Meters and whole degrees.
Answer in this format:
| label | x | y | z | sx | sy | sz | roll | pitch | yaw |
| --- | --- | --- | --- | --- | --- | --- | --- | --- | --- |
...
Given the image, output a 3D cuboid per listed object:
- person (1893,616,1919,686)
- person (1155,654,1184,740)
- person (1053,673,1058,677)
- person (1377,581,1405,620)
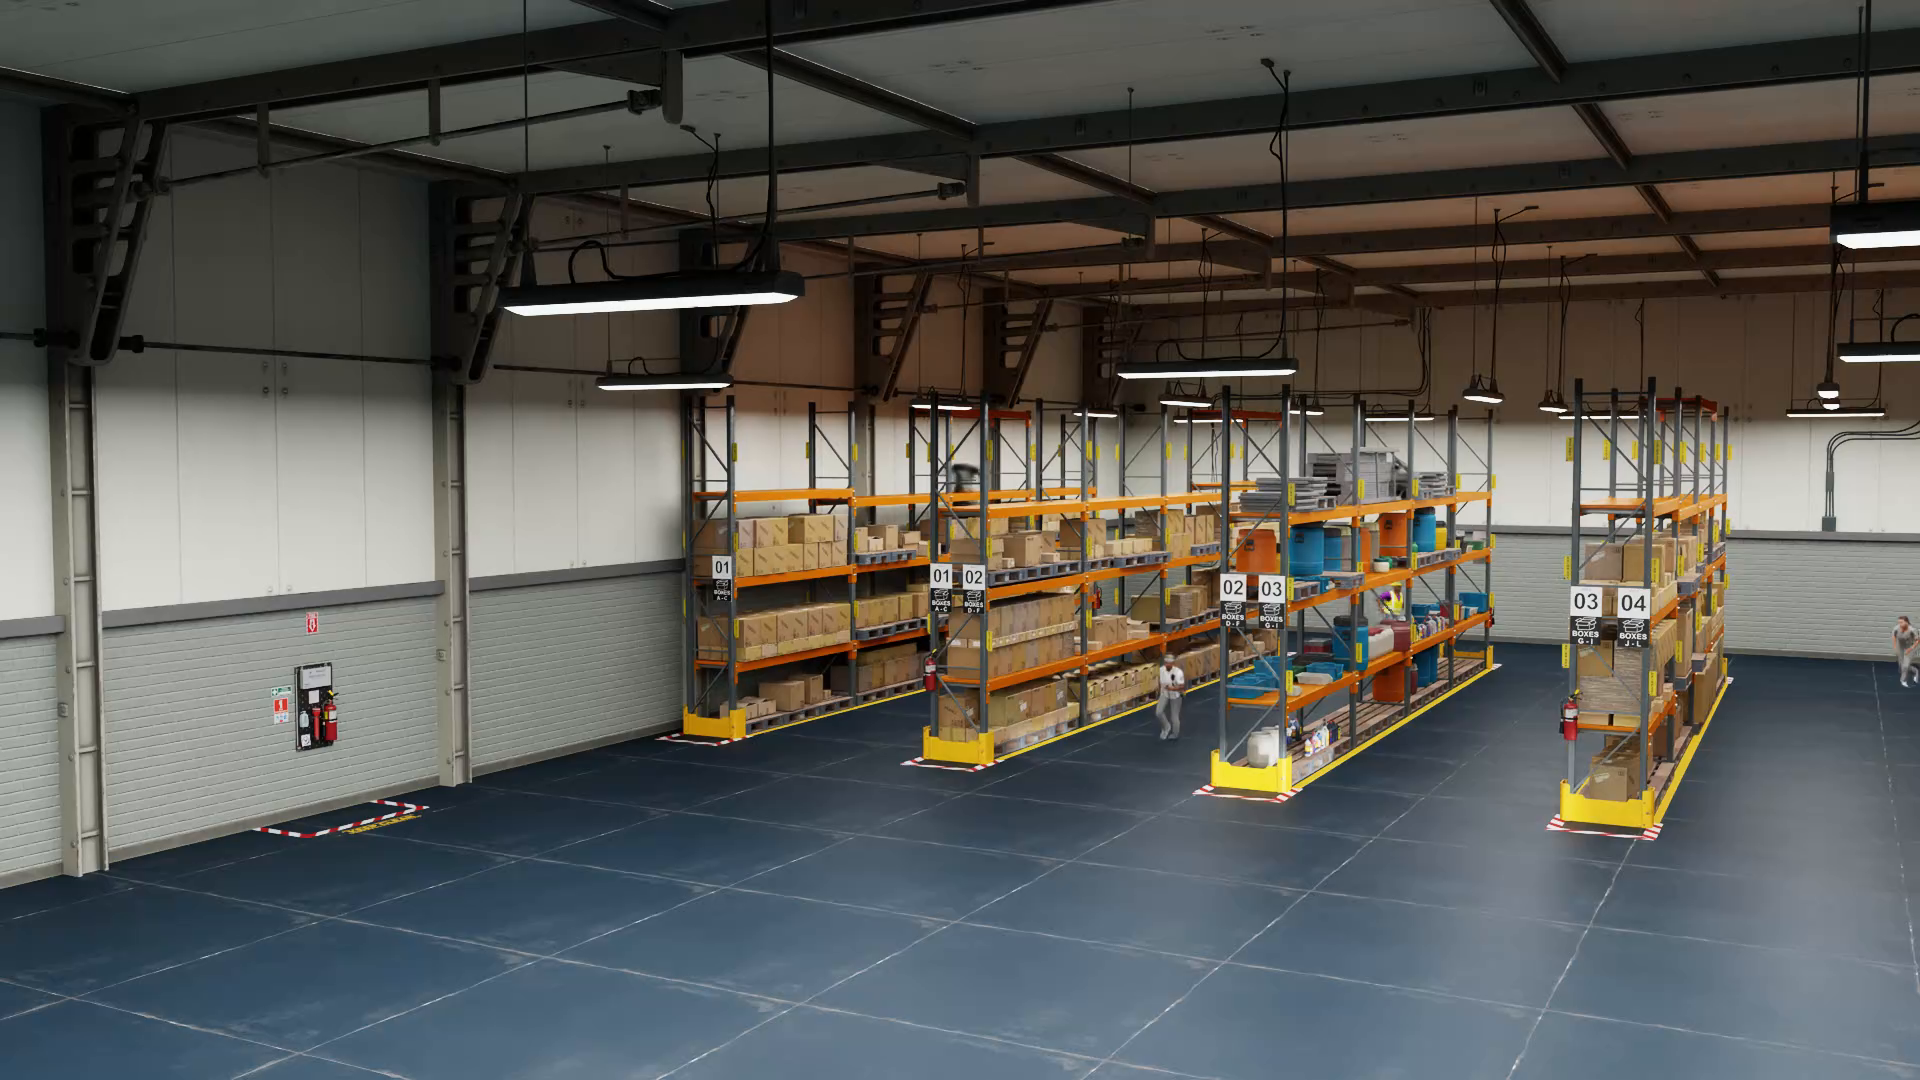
| label | x | y | z | sx | sy | sz | roll | pitch | yaw |
| --- | --- | --- | --- | --- | --- | --- | --- | --- | --- |
| person | 20.254 | 2.375 | 35.566 | 0.751 | 1.499 | 0.563 | -2 | 4 | -36 |
| person | 3.620 | 2.704 | 28.663 | 0.587 | 1.536 | 0.960 | 1 | 3 | 22 |
| person | 1.911 | 2.325 | 35.311 | 0.521 | 1.684 | 0.720 | -2 | 4 | -39 |
| person | 10.968 | 1.897 | 42.139 | 0.740 | 1.716 | 0.972 | -2 | 3 | -31 |
